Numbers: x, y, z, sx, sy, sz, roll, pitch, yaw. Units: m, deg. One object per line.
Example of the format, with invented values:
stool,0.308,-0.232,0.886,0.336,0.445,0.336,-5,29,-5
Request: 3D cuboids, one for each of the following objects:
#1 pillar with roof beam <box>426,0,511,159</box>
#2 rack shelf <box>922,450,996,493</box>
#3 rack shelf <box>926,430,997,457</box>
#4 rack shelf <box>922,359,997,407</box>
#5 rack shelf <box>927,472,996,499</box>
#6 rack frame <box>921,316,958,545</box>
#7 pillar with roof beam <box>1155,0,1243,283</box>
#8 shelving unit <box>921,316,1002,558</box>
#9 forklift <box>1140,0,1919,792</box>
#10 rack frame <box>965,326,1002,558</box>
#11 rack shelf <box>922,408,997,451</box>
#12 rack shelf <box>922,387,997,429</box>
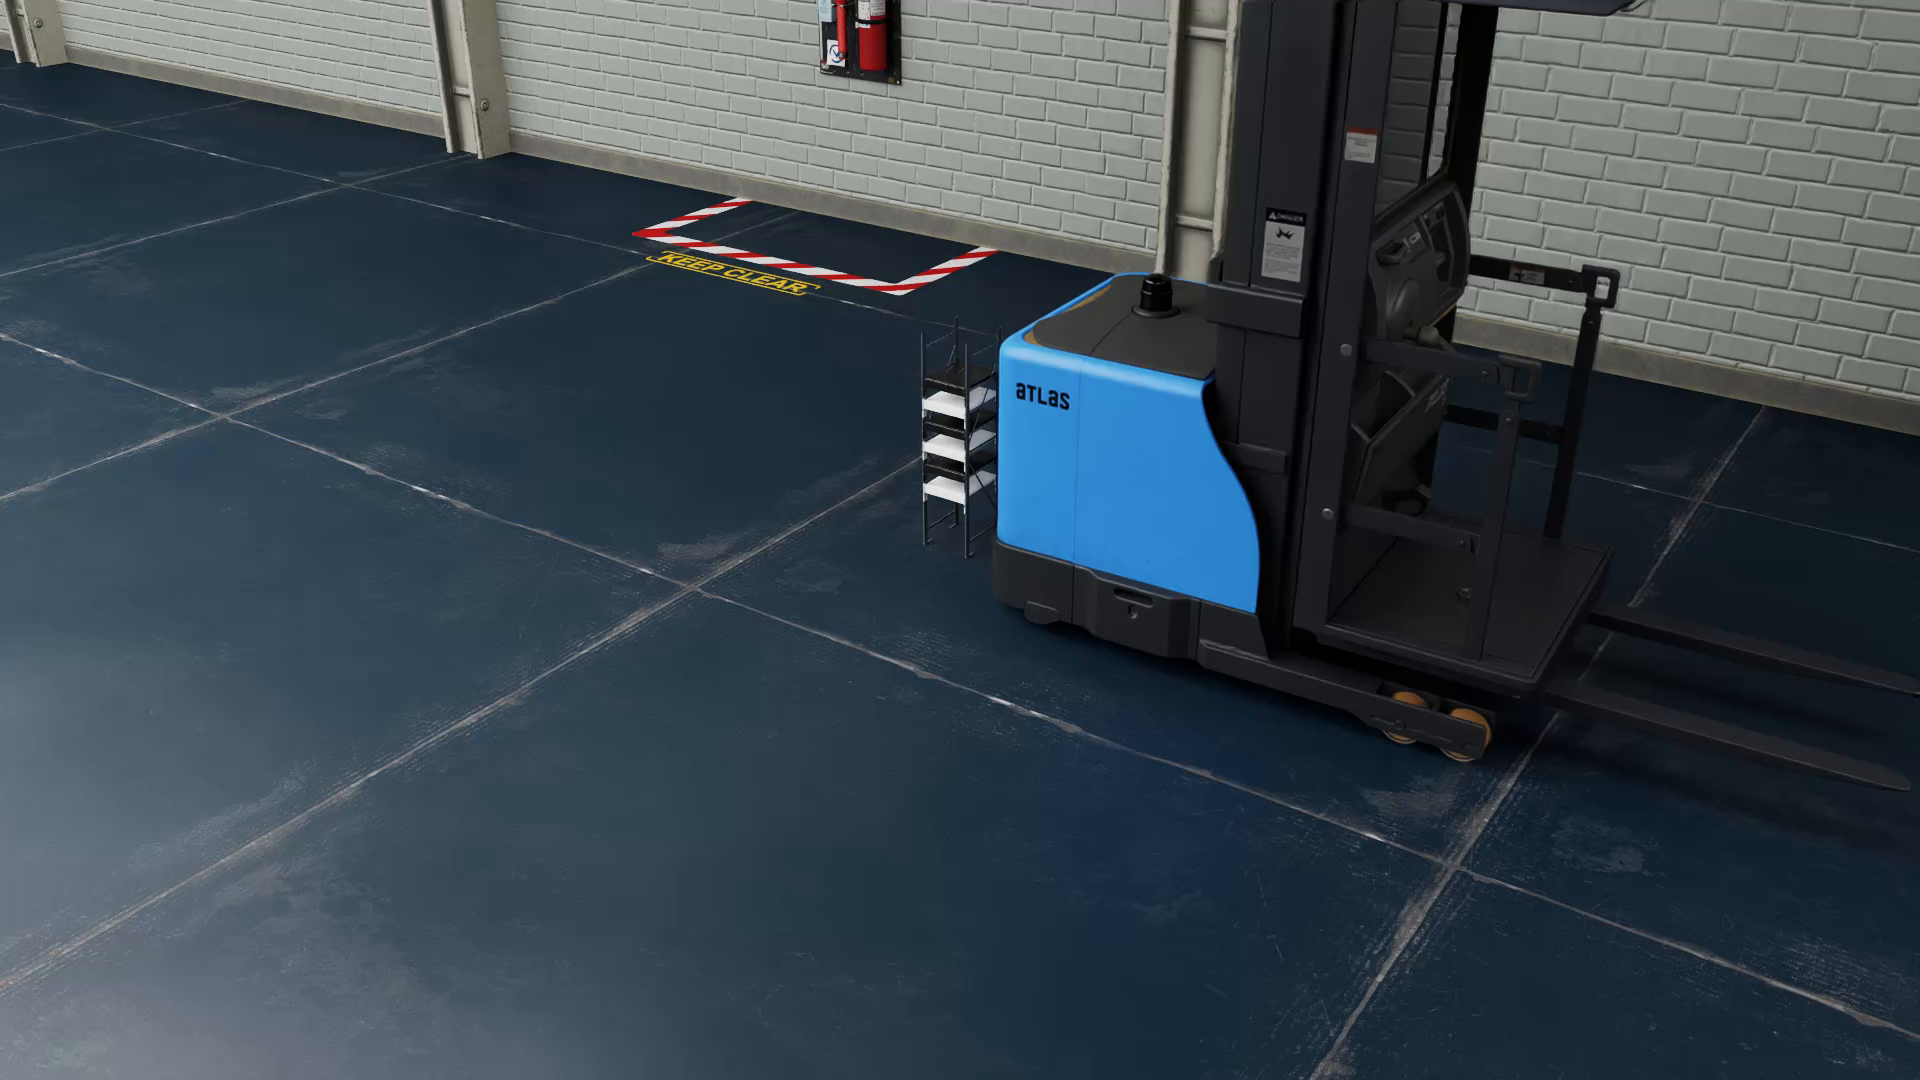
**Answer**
pillar with roof beam,-6.036,-5.320,7.282,0.400,9.000,9.100,17,32,30
rack shelf,0.007,-0.289,6.598,0.200,0.077,0.258,17,32,30
rack shelf,0.007,-0.387,6.548,0.190,0.026,0.221,17,32,30
rack shelf,0.007,-0.610,6.434,0.200,0.077,0.258,17,32,30
rack shelf,0.007,-0.227,6.629,0.190,0.026,0.221,17,32,30
rack frame,-0.077,-0.425,6.593,0.006,0.900,0.240,17,32,30
pillar with roof beam,-1.091,-3.779,4.255,0.400,9.000,9.100,17,32,30
shelving unit,0.007,-0.399,6.542,0.210,0.900,0.258,17,32,30
forklift,1.639,-0.866,5.219,3.031,2.935,1.110,16,31,28
rack frame,0.090,-0.373,6.490,0.006,0.900,0.240,17,32,30
rack shelf,0.007,-0.449,6.516,0.200,0.077,0.258,17,32,30
rack shelf,0.007,-0.530,6.475,0.200,0.077,0.258,17,32,30
